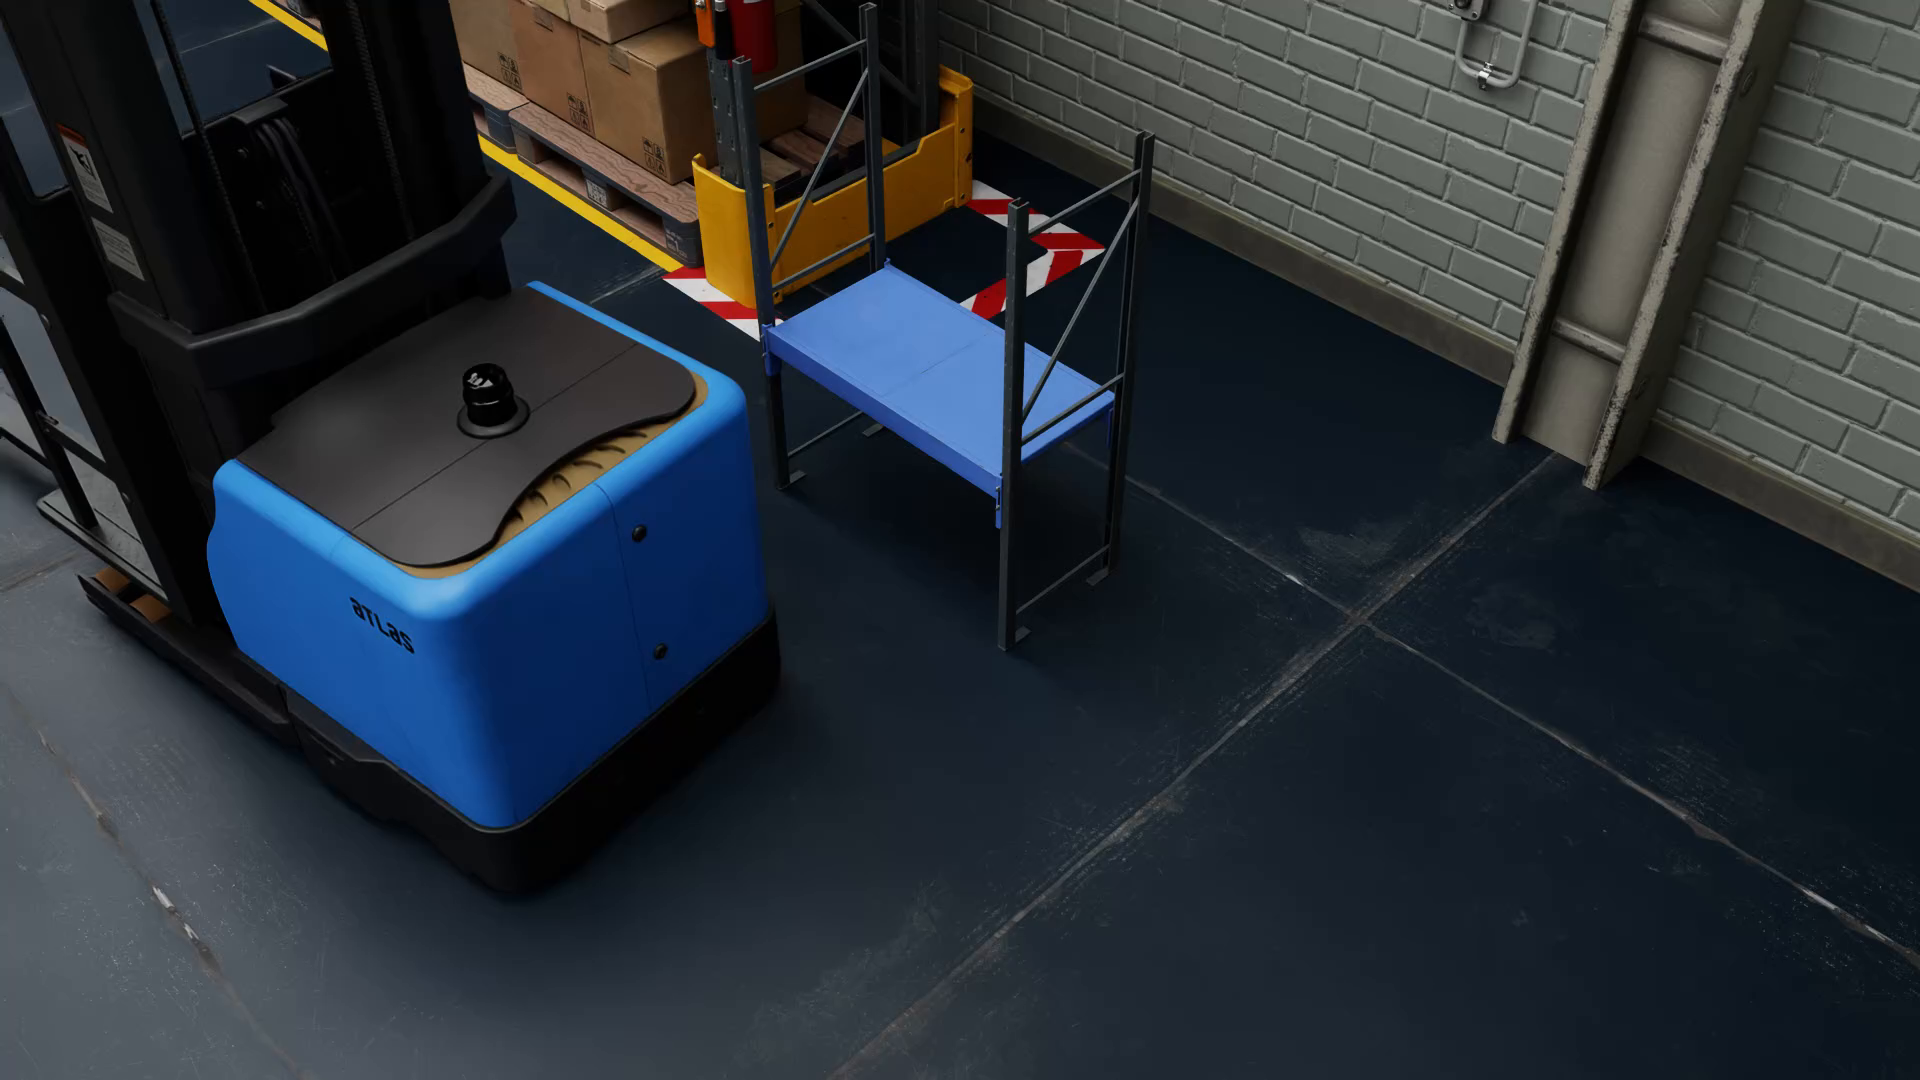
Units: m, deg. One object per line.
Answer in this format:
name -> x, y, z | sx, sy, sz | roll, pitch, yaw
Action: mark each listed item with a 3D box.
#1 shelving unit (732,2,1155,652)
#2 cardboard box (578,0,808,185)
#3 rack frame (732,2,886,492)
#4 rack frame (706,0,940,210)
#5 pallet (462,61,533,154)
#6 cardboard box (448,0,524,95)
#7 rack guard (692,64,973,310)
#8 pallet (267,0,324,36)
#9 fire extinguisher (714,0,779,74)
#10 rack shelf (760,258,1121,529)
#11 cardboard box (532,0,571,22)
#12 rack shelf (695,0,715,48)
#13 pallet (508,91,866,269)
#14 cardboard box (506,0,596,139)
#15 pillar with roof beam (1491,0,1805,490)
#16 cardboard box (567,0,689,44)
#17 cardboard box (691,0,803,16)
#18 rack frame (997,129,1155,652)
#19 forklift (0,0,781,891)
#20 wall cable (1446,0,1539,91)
shelving unit -> -0.060, -0.592, 4.785 | 0.538, 1.500, 1.048 | -34, 53, -31
cardboard box -> -1.040, -1.836, 6.559 | 0.700, 0.500, 0.500 | -34, 53, -31
rack frame -> -0.419, -0.836, 5.050 | 0.500, 1.500, 0.032 | -34, 53, -31
rack frame -> -0.475, -2.312, 5.541 | 1.000, 3.000, 0.127 | -34, 53, -31
pallet -> -1.953, -2.220, 7.497 | 1.003, 0.211, 1.213 | -34, 53, -31
cardboard box -> -1.749, -2.318, 7.081 | 0.500, 0.500, 0.700 | 32, 52, 30
rack guard -> -0.458, -1.382, 6.377 | 1.175, 0.500, 0.348 | -34, 53, -31
pallet -> -2.818, -2.807, 8.132 | 1.003, 0.211, 1.213 | -34, 53, -31
fire extinguisher -> -0.695, -1.853, 5.376 | 0.296, 0.674, 0.183 | -34, 53, -31
rack shelf -> -0.060, -0.460, 4.907 | 0.538, 0.185, 1.000 | -34, 53, -31
cardboard box -> -1.441, -2.171, 6.444 | 0.380, 0.149, 0.250 | -33, 52, -30
rack shelf -> -1.888, -3.008, 6.825 | 1.077, 0.370, 4.000 | -34, 53, -31
pallet -> -1.095, -1.634, 6.863 | 1.003, 0.211, 1.213 | -34, 53, -31
cardboard box -> -1.394, -2.077, 6.819 | 0.500, 0.500, 0.700 | 34, 53, 31
pillar with roof beam -> -1.004, -1.569, 0.317 | 9.100, 9.000, 0.400 | -34, 53, -31
cardboard box -> -1.260, -2.049, 6.311 | 0.250, 0.149, 0.380 | 34, 52, 31
cardboard box -> -0.810, -2.110, 6.378 | 0.380, 0.149, 0.250 | -34, 52, -31
rack frame -> 0.299, -0.348, 4.521 | 0.500, 1.500, 0.032 | -34, 53, -31
forklift -> -1.990, -1.017, 4.191 | 3.031, 2.935, 1.130 | 27, 49, 27
wall cable -> 1.099, -2.523, 5.021 | 0.084, 1.984, 1.851 | -34, 53, -31
